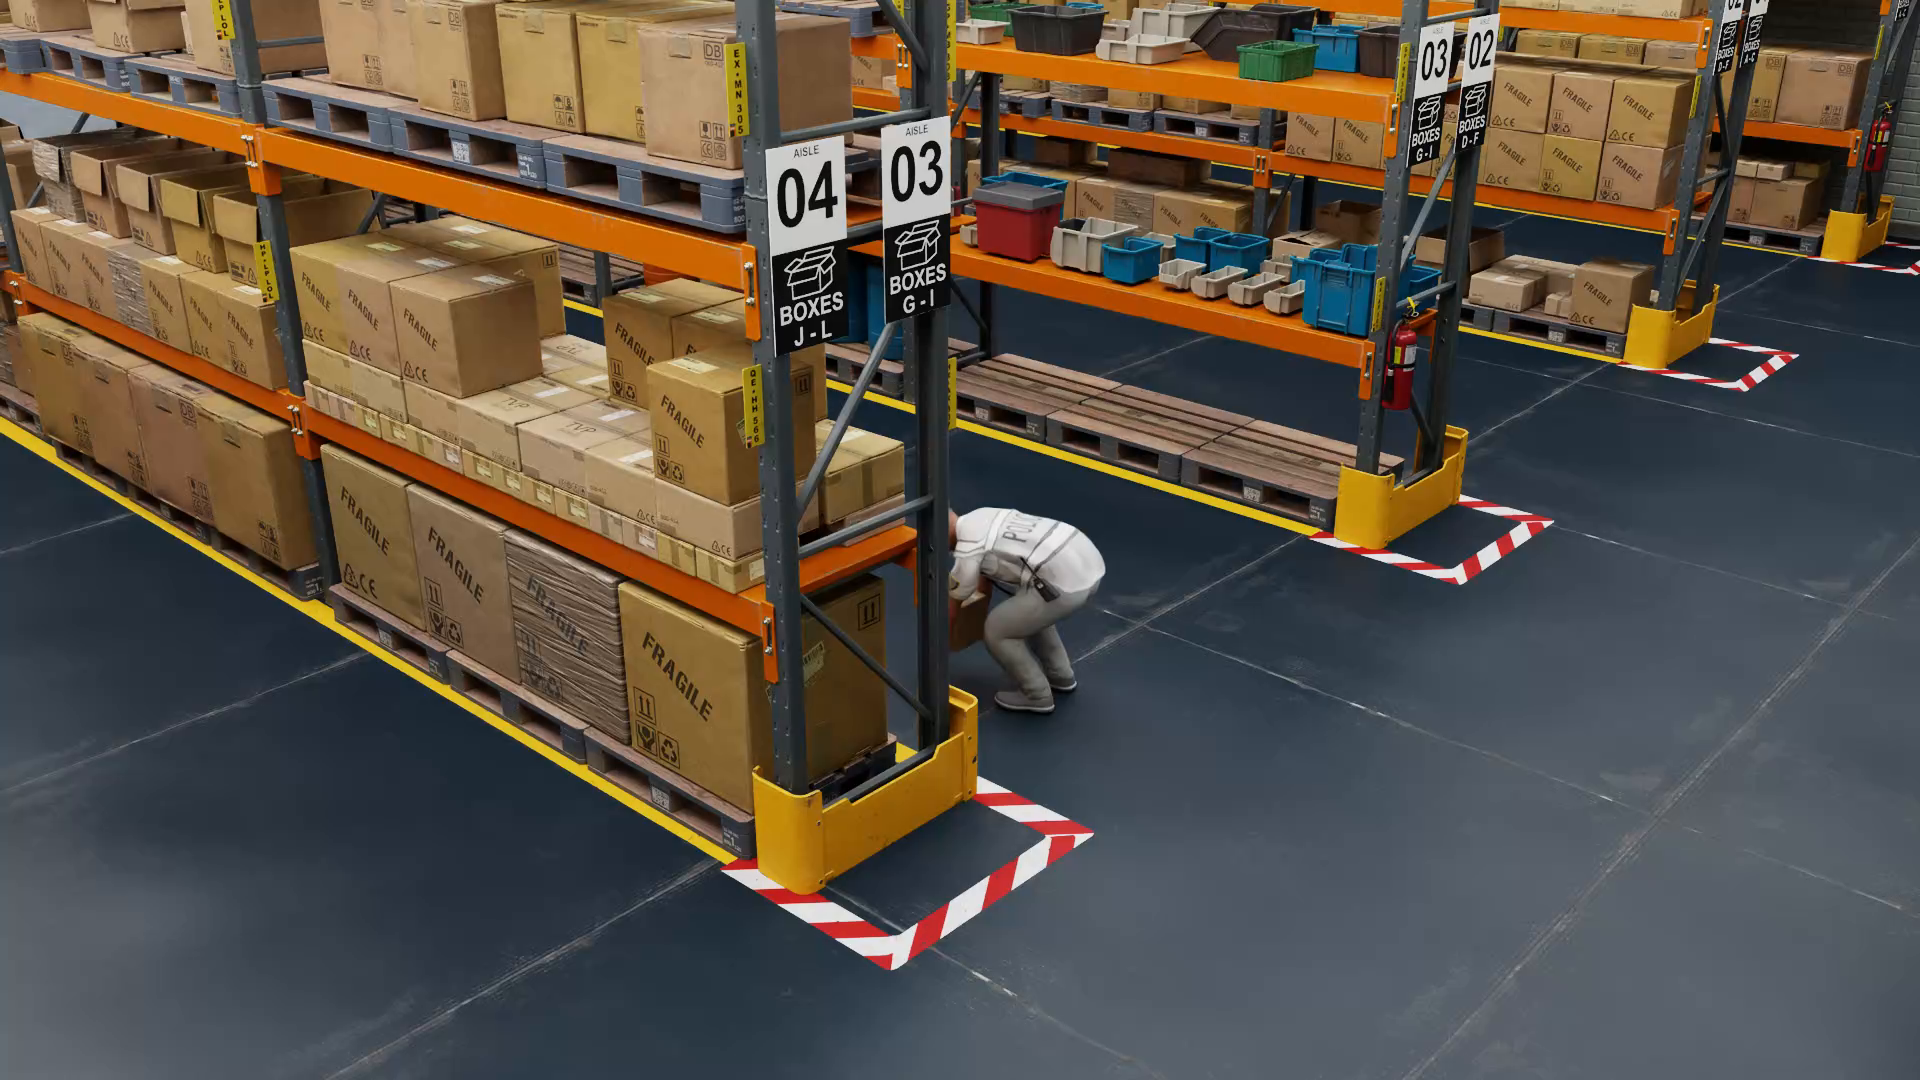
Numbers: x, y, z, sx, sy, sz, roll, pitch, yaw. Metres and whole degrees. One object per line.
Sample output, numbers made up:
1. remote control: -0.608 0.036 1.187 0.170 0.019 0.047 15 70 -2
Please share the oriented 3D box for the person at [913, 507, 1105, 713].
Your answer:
1. person: 0.236 0.320 8.738 1.032 1.051 0.540 10 26 22
